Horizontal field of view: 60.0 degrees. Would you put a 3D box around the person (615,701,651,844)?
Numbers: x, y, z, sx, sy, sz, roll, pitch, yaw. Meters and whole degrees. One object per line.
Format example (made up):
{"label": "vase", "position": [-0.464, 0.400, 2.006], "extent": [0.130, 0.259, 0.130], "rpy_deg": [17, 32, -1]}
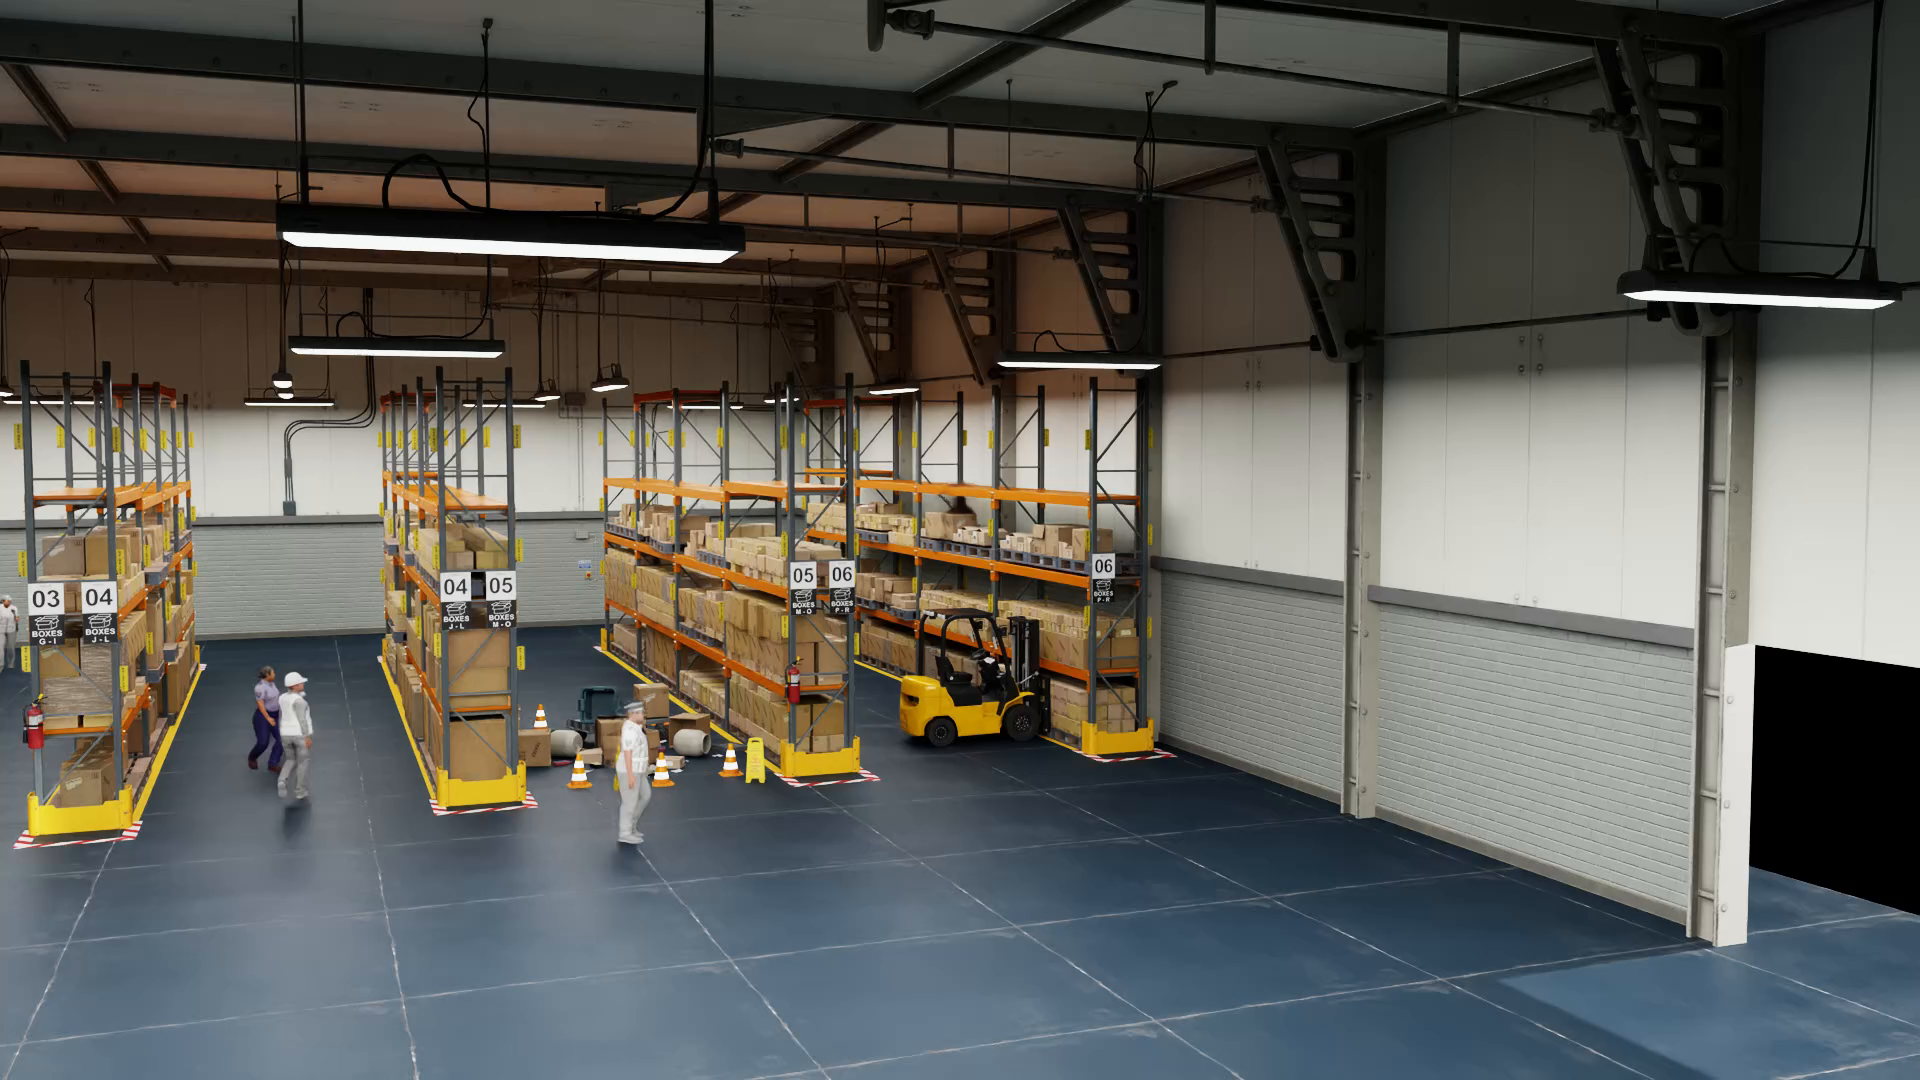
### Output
{"label": "person", "position": [-4.083, 2.894, 20.703], "extent": [0.405, 1.774, 0.656], "rpy_deg": [0, 3, -4]}

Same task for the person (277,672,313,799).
{"label": "person", "position": [-9.260, 2.714, 23.073], "extent": [0.526, 1.766, 0.525], "rpy_deg": [1, 3, 10]}

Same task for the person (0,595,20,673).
{"label": "person", "position": [-20.648, 1.995, 35.877], "extent": [0.660, 1.639, 0.964], "rpy_deg": [-2, 4, -28]}

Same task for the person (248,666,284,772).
{"label": "person", "position": [-10.434, 2.692, 25.092], "extent": [0.673, 1.599, 0.558], "rpy_deg": [1, 4, 23]}
